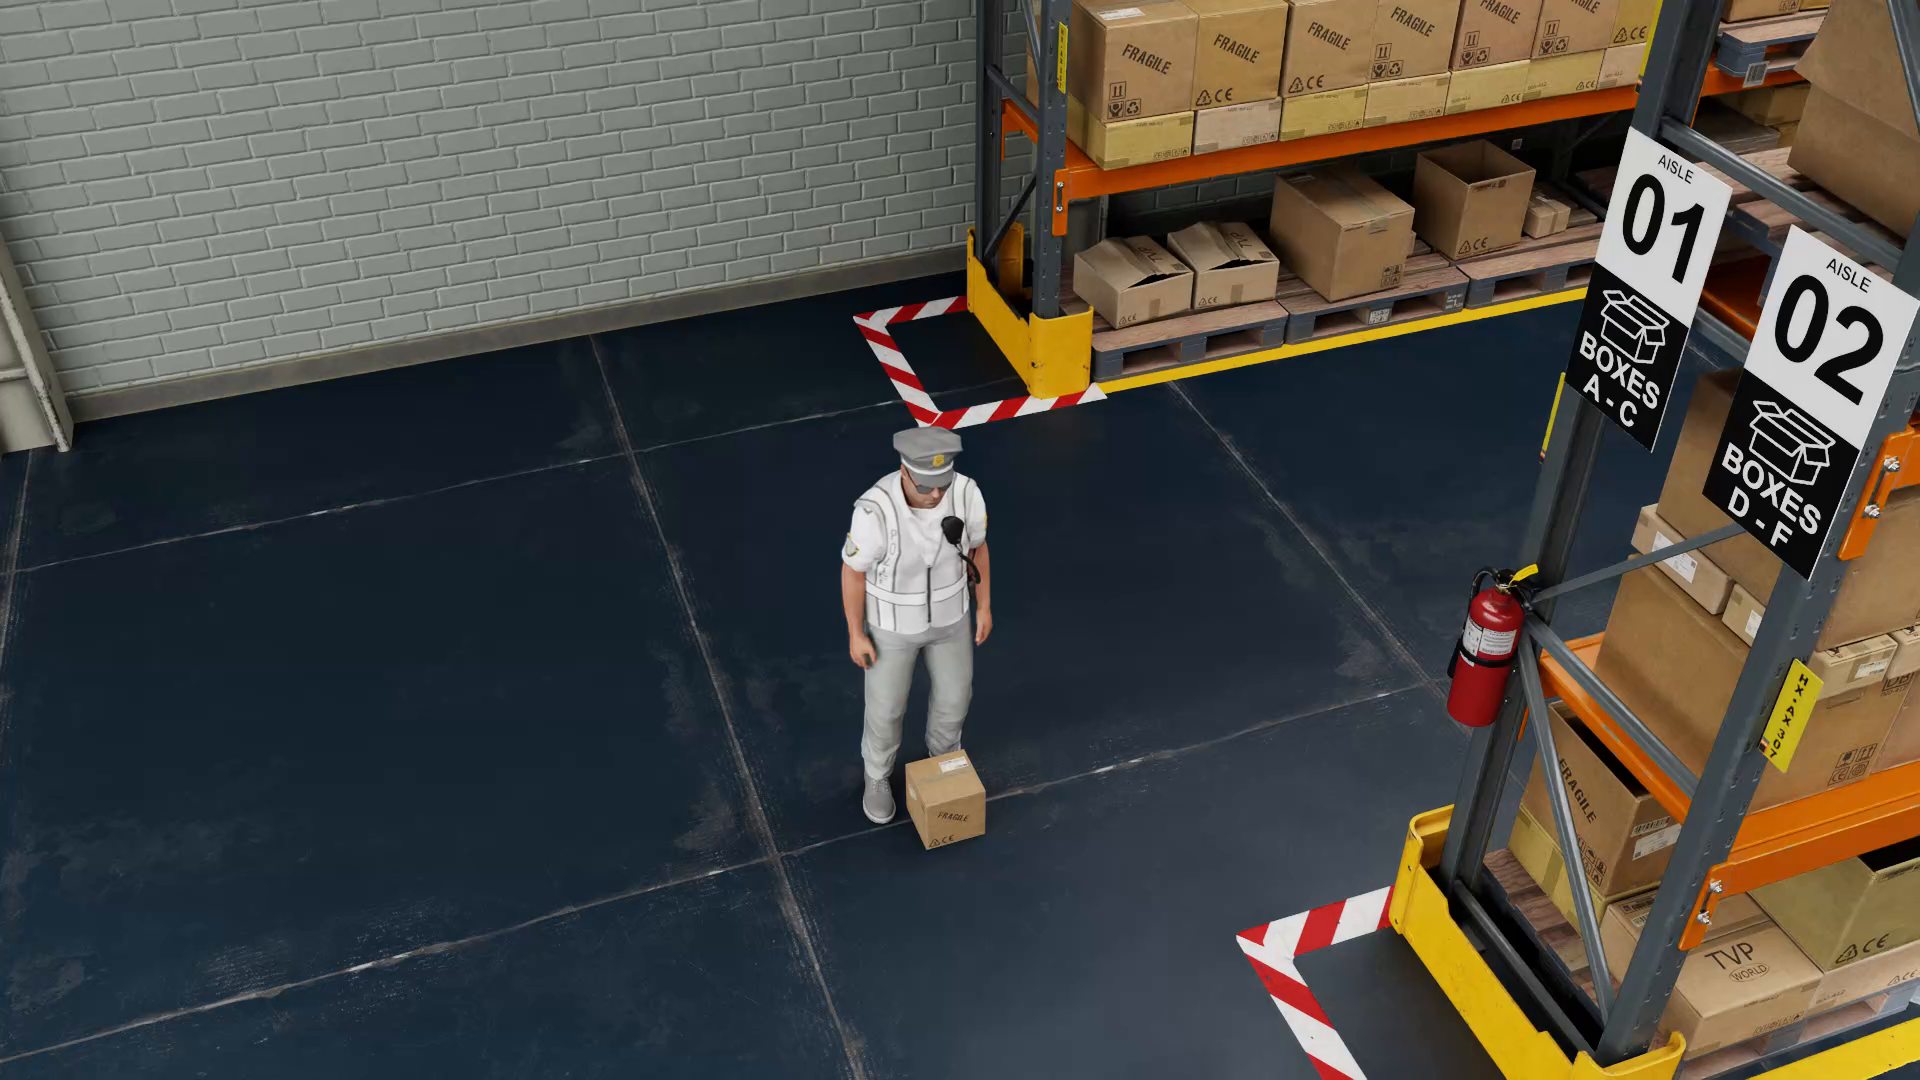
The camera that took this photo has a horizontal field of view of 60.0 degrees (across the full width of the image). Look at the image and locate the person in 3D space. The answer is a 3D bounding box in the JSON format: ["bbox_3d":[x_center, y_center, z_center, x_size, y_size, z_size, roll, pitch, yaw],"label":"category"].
[{"bbox_3d":[-0.162,0.288,6.401,0.587,1.748,0.436,-12,39,-15],"label":"person"}]
